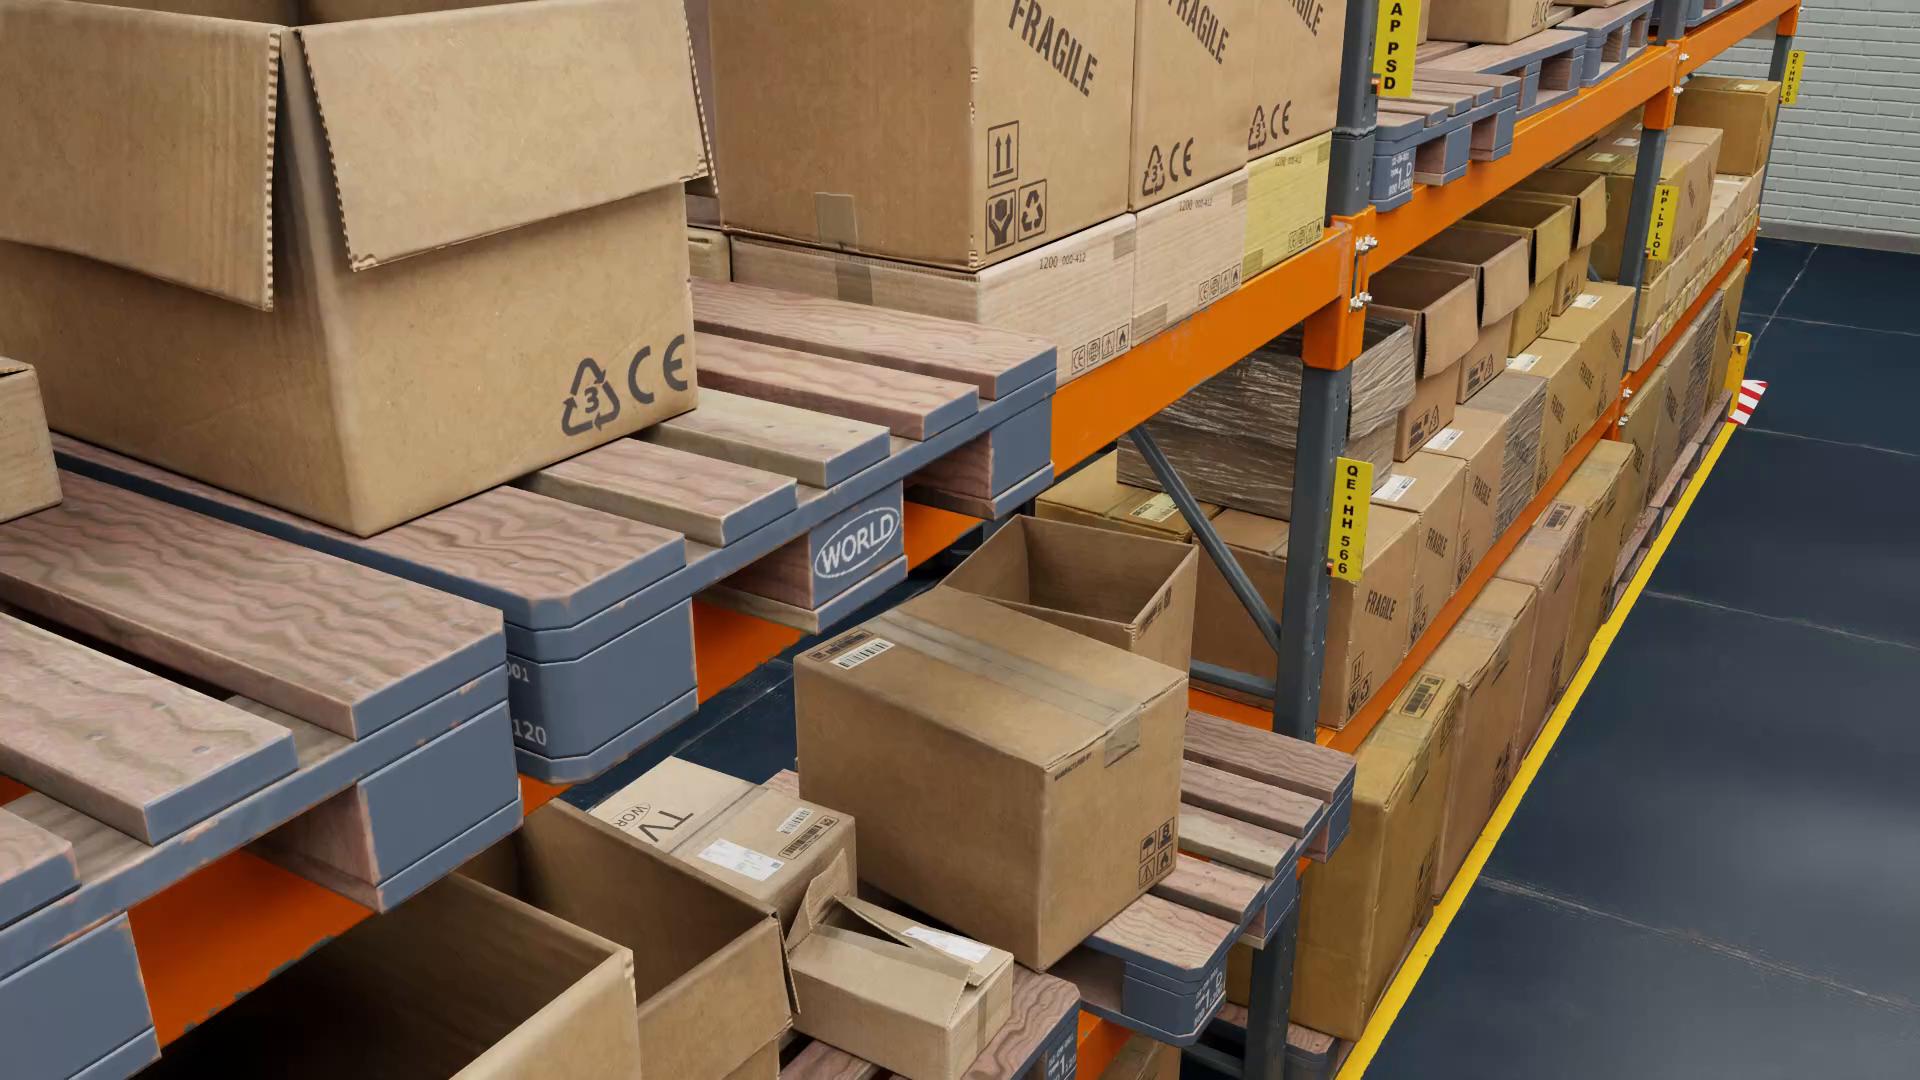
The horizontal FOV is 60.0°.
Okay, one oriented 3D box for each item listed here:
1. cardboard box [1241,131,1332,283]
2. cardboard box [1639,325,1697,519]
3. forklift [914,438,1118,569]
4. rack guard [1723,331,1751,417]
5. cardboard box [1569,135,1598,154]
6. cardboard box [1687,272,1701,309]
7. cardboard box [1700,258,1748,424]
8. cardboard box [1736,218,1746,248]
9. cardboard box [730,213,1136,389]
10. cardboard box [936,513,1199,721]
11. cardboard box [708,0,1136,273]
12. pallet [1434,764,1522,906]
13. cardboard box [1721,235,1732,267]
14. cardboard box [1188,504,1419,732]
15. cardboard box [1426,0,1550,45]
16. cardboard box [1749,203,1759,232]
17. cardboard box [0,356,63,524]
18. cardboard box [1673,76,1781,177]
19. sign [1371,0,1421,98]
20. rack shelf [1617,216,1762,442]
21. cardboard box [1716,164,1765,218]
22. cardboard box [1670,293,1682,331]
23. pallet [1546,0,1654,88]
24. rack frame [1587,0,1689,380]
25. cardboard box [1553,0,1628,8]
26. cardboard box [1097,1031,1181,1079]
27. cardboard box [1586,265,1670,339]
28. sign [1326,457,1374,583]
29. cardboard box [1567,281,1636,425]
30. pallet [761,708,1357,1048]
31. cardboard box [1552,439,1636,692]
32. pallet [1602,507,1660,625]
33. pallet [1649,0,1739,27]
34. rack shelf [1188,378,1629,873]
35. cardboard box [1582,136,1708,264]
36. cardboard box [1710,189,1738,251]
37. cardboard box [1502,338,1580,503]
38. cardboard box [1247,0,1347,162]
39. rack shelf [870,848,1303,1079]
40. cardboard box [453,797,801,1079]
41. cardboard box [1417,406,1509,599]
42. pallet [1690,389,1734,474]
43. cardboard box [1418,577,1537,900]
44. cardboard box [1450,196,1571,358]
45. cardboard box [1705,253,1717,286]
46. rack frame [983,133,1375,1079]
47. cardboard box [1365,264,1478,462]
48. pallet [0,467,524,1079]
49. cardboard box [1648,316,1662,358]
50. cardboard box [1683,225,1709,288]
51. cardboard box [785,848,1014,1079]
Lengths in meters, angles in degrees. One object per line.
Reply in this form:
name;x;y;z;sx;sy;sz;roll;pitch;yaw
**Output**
cardboard box;0.479;-0.761;3.646;0.500;0.250;0.500;14;27;29
cardboard box;3.522;-0.743;9.337;0.875;0.875;0.875;14;27;29
forklift;0.623;-1.331;8.636;3.031;2.935;1.130;1;23;3
rack guard;4.754;-1.227;11.454;1.175;0.500;0.348;14;27;29
cardboard box;2.915;-1.807;8.519;0.500;0.500;0.500;14;27;29
cardboard box;3.753;-1.368;8.951;0.380;0.149;0.250;14;27;30
cardboard box;4.472;-1.351;10.740;0.875;0.875;0.875;14;27;29
cardboard box;4.564;-1.888;10.152;0.380;0.149;0.250;14;27;29
cardboard box;-0.038;-0.422;2.863;0.500;0.250;0.500;15;27;30
cardboard box;0.271;0.286;4.158;0.500;0.500;0.500;10;25;23
cardboard box;-0.053;-0.765;2.710;0.500;0.500;0.500;14;27;30
pallet;1.646;0.954;6.781;1.003;0.211;1.213;14;27;29
cardboard box;4.296;-1.716;9.755;0.380;0.149;0.250;13;27;28
cardboard box;1.009;0.182;4.929;0.500;0.500;0.500;15;27;30
cardboard box;1.581;-1.976;5.605;0.797;0.503;0.637;13;27;28
cardboard box;4.833;-2.061;10.552;0.380;0.149;0.250;14;27;30
cardboard box;-1.177;-0.161;1.712;0.396;0.266;0.258;15;28;31
cardboard box;4.708;-2.558;10.254;0.500;0.500;0.500;14;27;30
sign;0.982;-1.165;3.739;0.100;0.325;0.005;14;27;29
rack shelf;3.687;-1.360;9.523;1.077;0.370;4.000;14;27;29
cardboard box;4.711;-2.214;10.403;0.500;0.250;0.500;13;27;28
cardboard box;3.484;-1.197;8.556;0.380;0.149;0.250;13;27;28
pallet;2.190;-1.985;6.524;0.805;0.209;1.217;13;26;27
rack frame;2.632;-1.016;7.820;1.000;3.000;0.127;14;27;29
cardboard box;2.334;-2.433;6.664;0.700;0.500;0.500;15;27;30
cardboard box;0.185;1.510;4.579;0.700;0.500;0.500;12;26;26
cardboard box;3.102;-1.187;8.031;0.500;0.250;0.500;13;27;28
sign;0.988;-0.050;4.232;0.100;0.325;0.005;14;27;29
cardboard box;2.617;-0.846;7.304;0.500;0.500;0.500;14;27;29
pallet;0.236;0.685;4.133;1.213;0.211;1.003;14;27;29
cardboard box;2.311;-0.013;7.650;1.225;0.875;0.875;14;27;29
pallet;3.099;0.024;8.929;1.003;0.211;1.213;14;27;29
pallet;3.072;-2.625;7.875;1.003;0.211;1.213;14;27;29
rack shelf;1.577;-0.010;6.404;1.077;0.370;4.000;14;27;29
cardboard box;3.368;-1.700;8.272;0.500;0.500;0.500;14;27;29
cardboard box;4.175;-1.871;9.611;0.500;0.250;0.500;13;27;27
cardboard box;2.080;-0.503;6.510;0.500;0.500;0.500;14;27;28
cardboard box;0.482;-1.104;3.494;0.500;0.500;0.500;15;27;30
rack shelf;-0.533;1.340;3.285;1.077;0.370;4.000;14;27;29
cardboard box;-0.752;0.840;2.875;0.797;0.503;0.637;17;29;34
cardboard box;1.547;-0.167;5.733;0.500;0.500;0.500;13;27;28
pallet;4.386;-0.800;10.832;1.003;0.211;1.213;14;27;29
cardboard box;1.380;0.589;6.260;1.225;0.875;0.875;14;27;29
cardboard box;1.930;-1.075;6.570;0.797;0.503;0.637;14;27;30
cardboard box;4.027;-1.545;9.360;0.380;0.149;0.250;14;27;30
rack frame;0.522;0.334;4.702;1.000;3.000;0.127;14;27;29
cardboard box;1.267;-0.635;5.552;0.797;0.503;0.637;15;27;30
pallet;-1.172;0.208;1.454;1.213;0.211;1.003;14;27;29
cardboard box;3.209;-1.019;8.145;0.380;0.149;0.250;13;27;27
cardboard box;3.637;-1.530;8.822;0.500;0.250;0.500;15;27;30
cardboard box;-0.129;0.823;3.214;0.396;0.266;0.258;13;27;27
